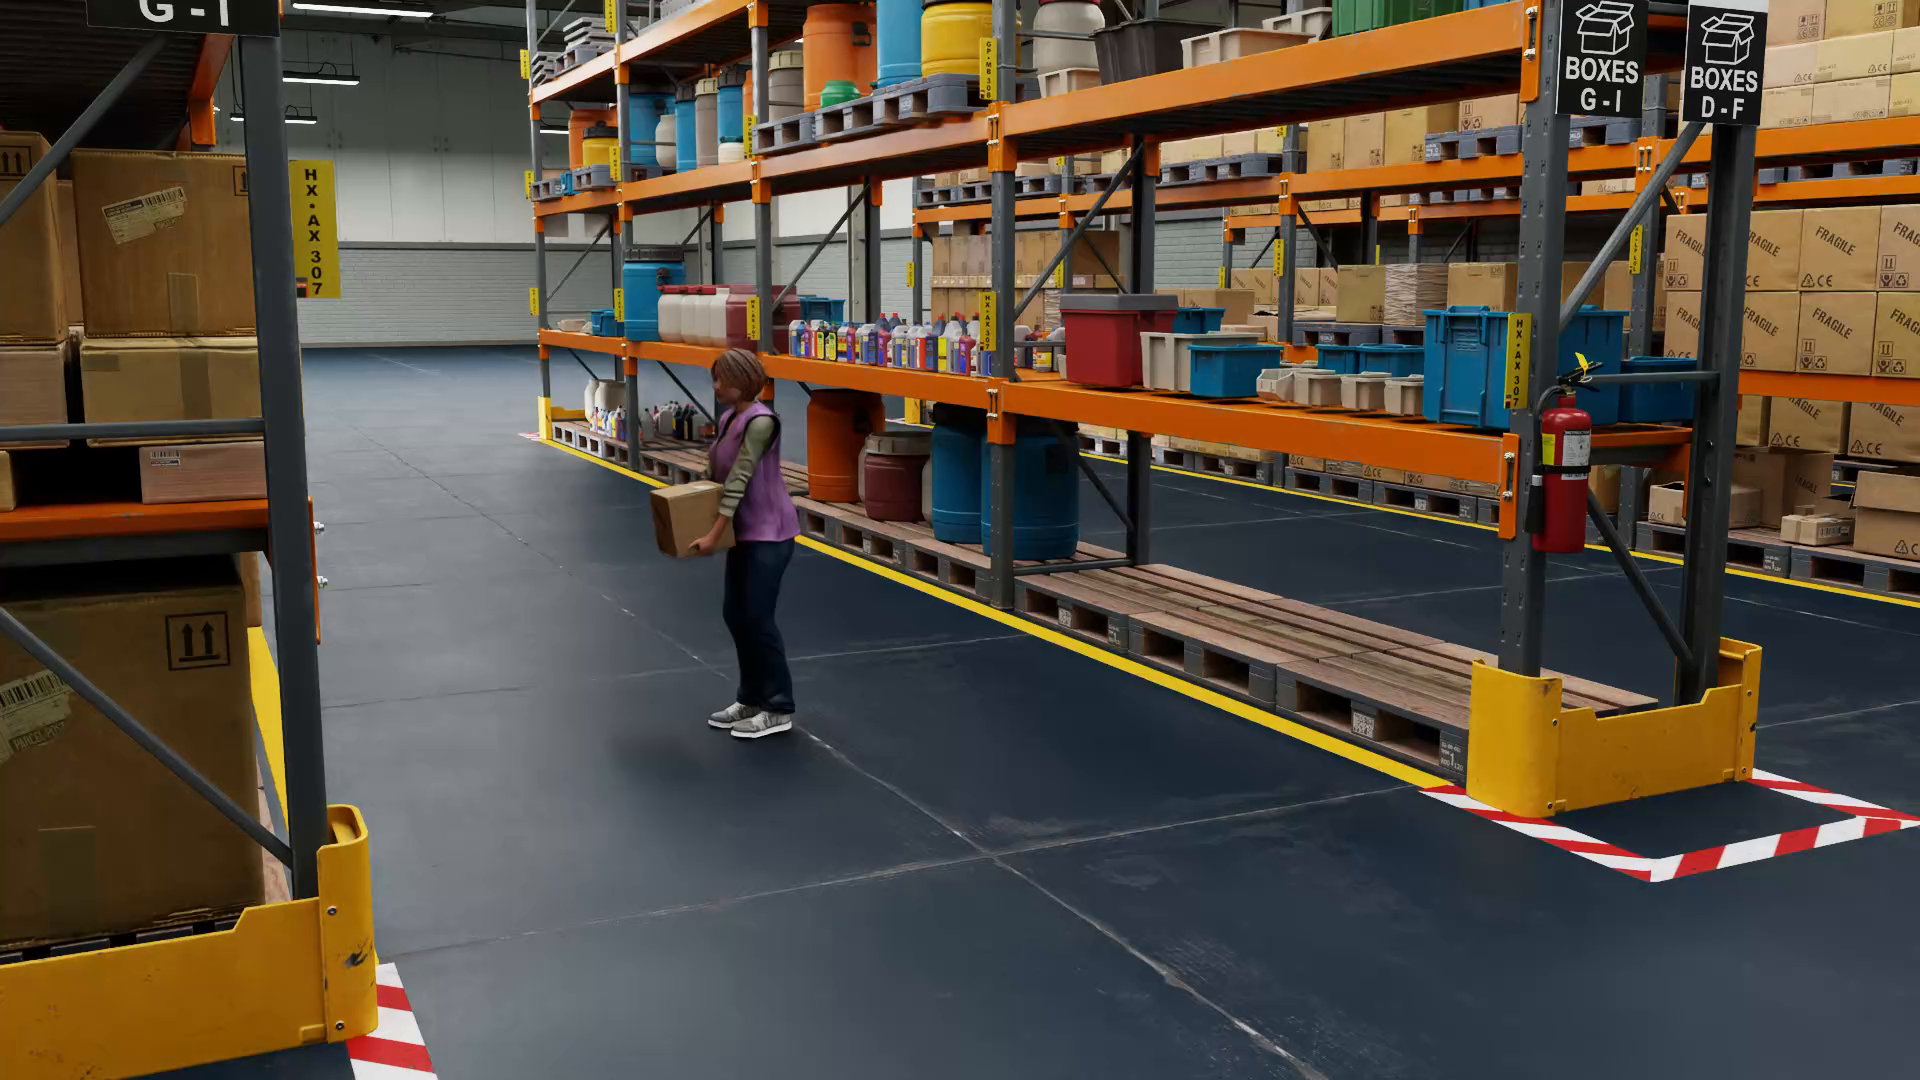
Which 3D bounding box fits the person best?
[{"bbox_3d":[-0.914,0.013,6.830,0.512,1.594,0.374,-4,10,-27],"label":"person"}]
